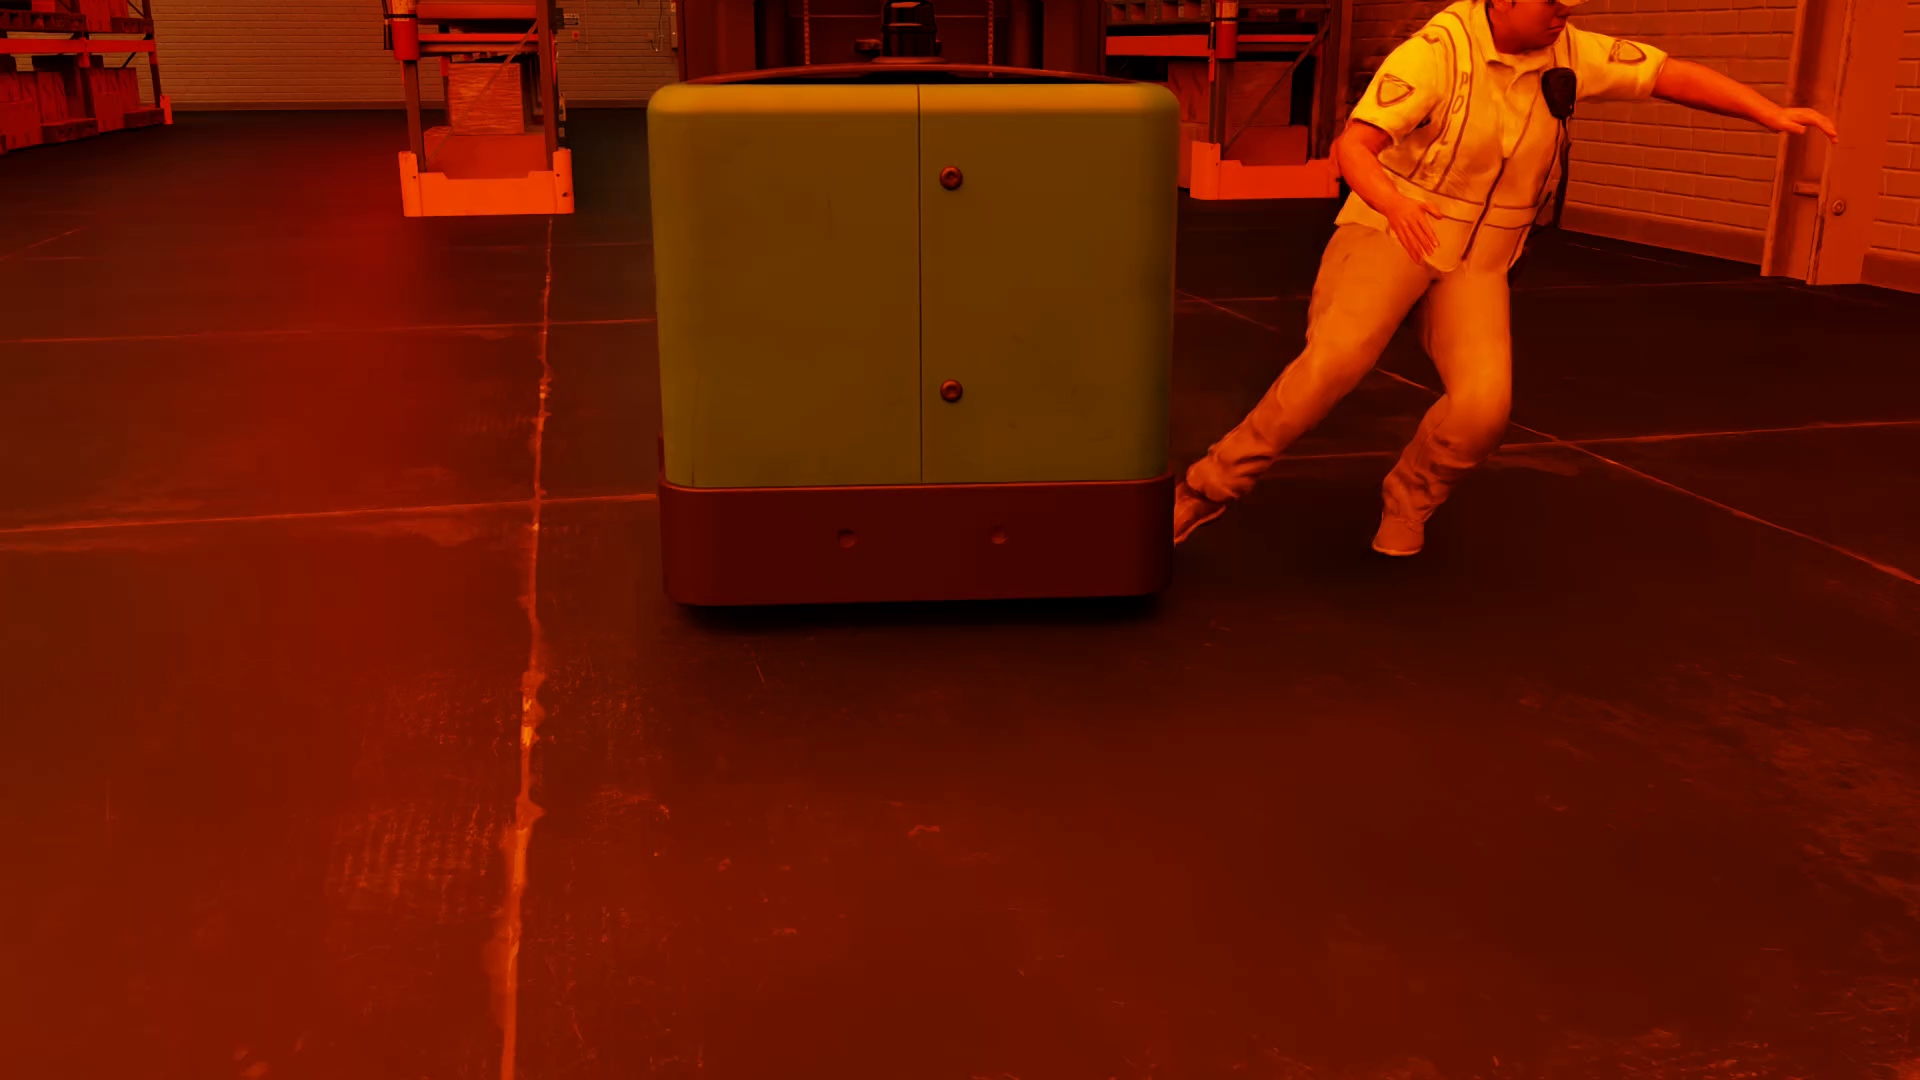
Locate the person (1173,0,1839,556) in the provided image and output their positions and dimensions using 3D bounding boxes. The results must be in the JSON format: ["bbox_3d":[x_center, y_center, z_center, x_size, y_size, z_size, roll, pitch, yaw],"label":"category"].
[{"bbox_3d":[1.045,-0.619,3.677,1.358,1.426,0.834,-4,17,-12],"label":"person"}]

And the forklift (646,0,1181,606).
[{"bbox_3d":[-0.190,-1.642,4.396,1.130,2.935,3.031,-1,17,-4],"label":"forklift"}]
